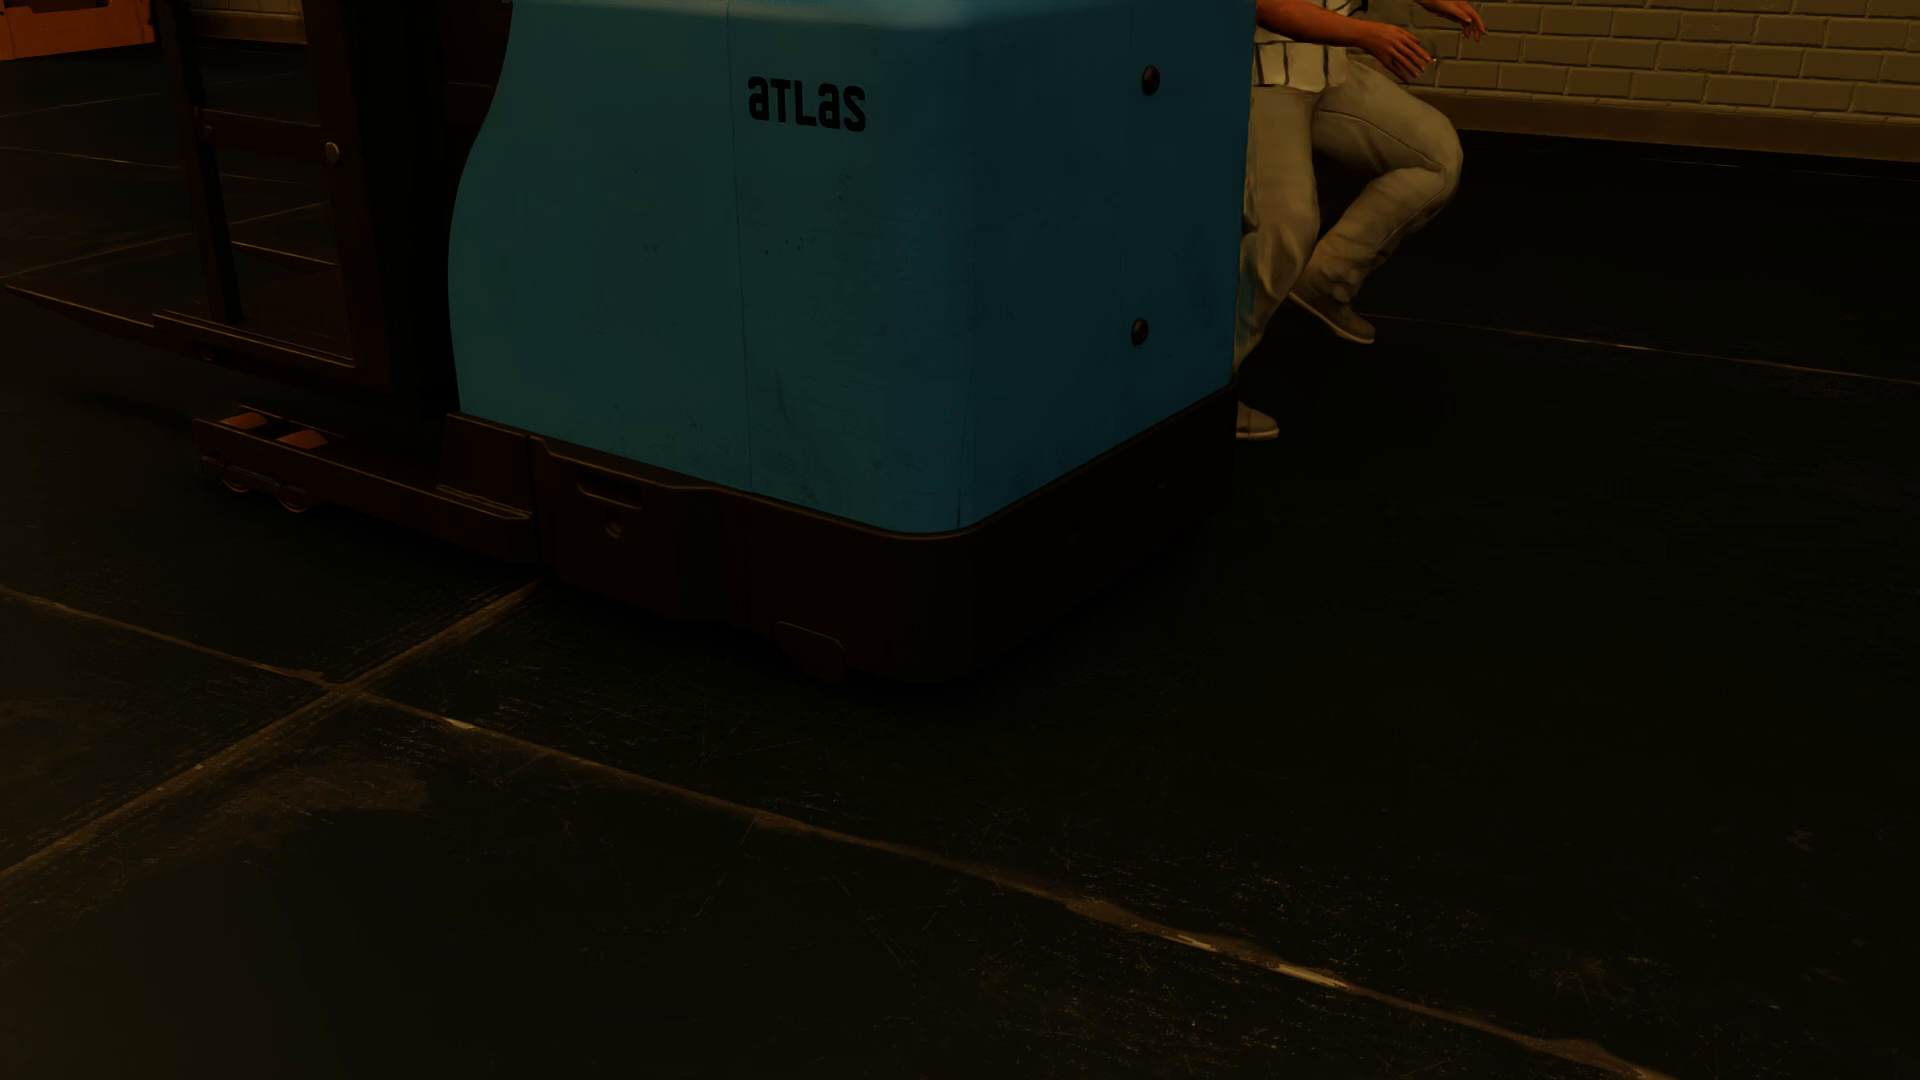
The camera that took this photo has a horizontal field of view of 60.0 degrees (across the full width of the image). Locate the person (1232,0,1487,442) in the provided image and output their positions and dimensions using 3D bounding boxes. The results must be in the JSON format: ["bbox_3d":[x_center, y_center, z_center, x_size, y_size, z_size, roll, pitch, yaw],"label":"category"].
[{"bbox_3d":[0.838,-1.046,3.811,0.745,1.477,0.853,20,30,39],"label":"person"}]

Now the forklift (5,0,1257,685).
[{"bbox_3d":[-0.969,-1.555,3.141,3.031,2.935,1.130,15,27,32],"label":"forklift"}]
